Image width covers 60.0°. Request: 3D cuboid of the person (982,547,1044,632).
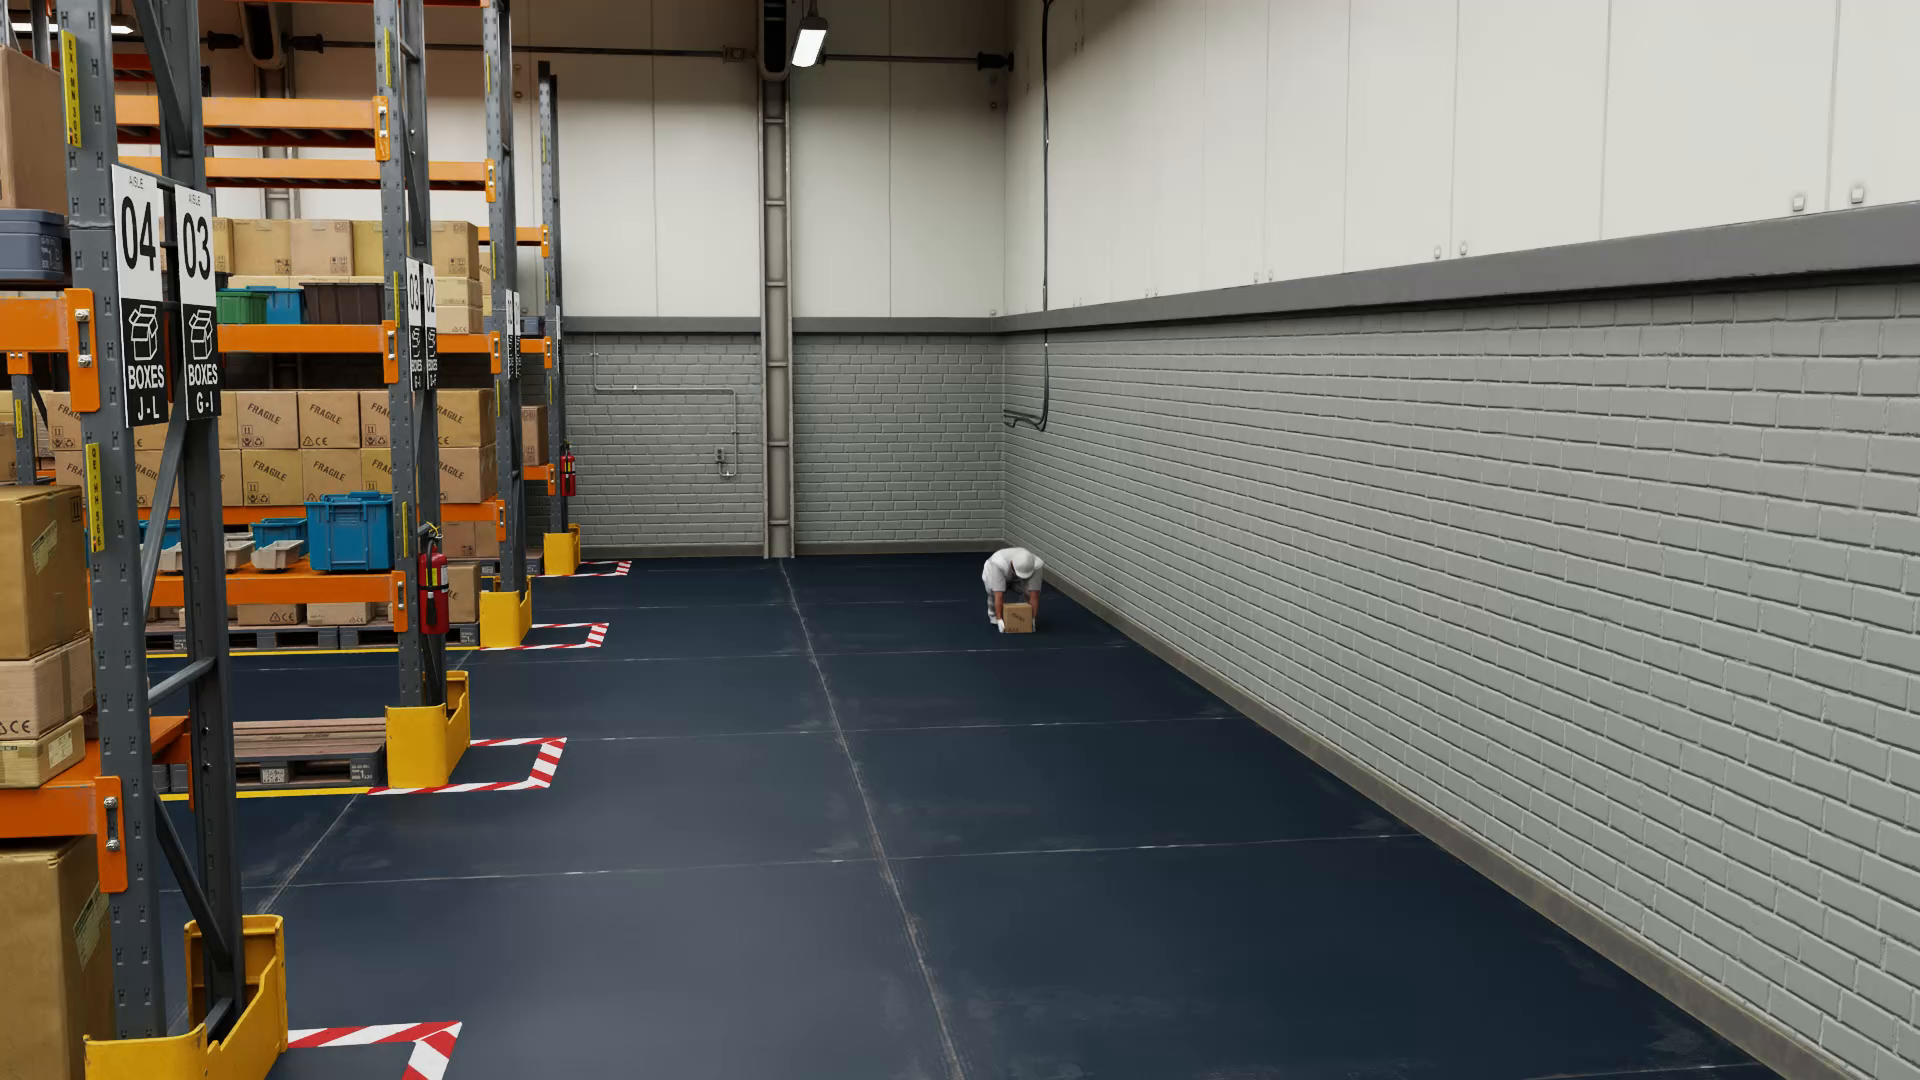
[{"bbox_3d":[0.526,0.479,16.151,0.555,0.850,0.957,-1,6,-10],"label":"person"}]
